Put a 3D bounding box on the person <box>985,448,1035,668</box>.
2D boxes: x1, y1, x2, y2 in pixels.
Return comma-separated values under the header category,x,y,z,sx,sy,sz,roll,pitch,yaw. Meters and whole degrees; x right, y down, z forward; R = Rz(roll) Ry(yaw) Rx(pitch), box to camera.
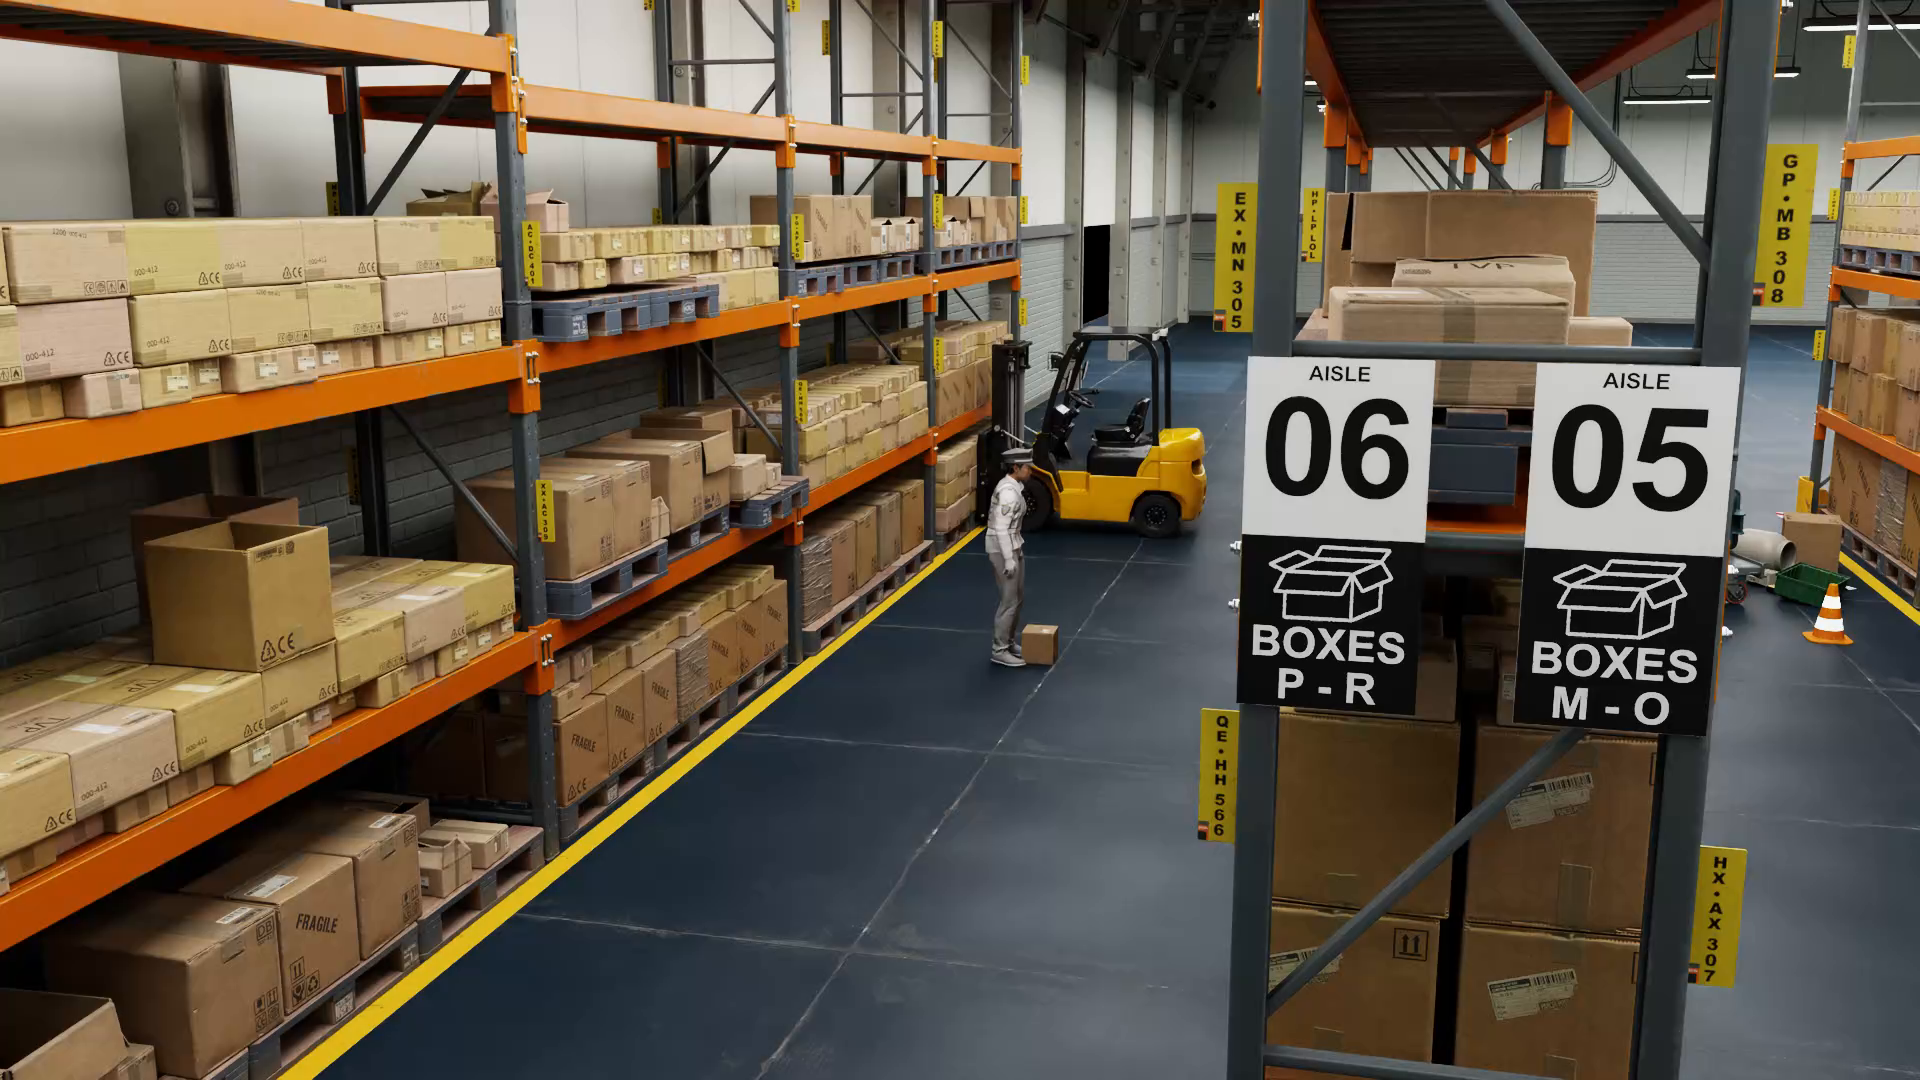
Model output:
category,x,y,z,sx,sy,sz,roll,pitch,yaw
person,0.388,0.114,12.887,0.375,1.661,0.541,2,12,10
